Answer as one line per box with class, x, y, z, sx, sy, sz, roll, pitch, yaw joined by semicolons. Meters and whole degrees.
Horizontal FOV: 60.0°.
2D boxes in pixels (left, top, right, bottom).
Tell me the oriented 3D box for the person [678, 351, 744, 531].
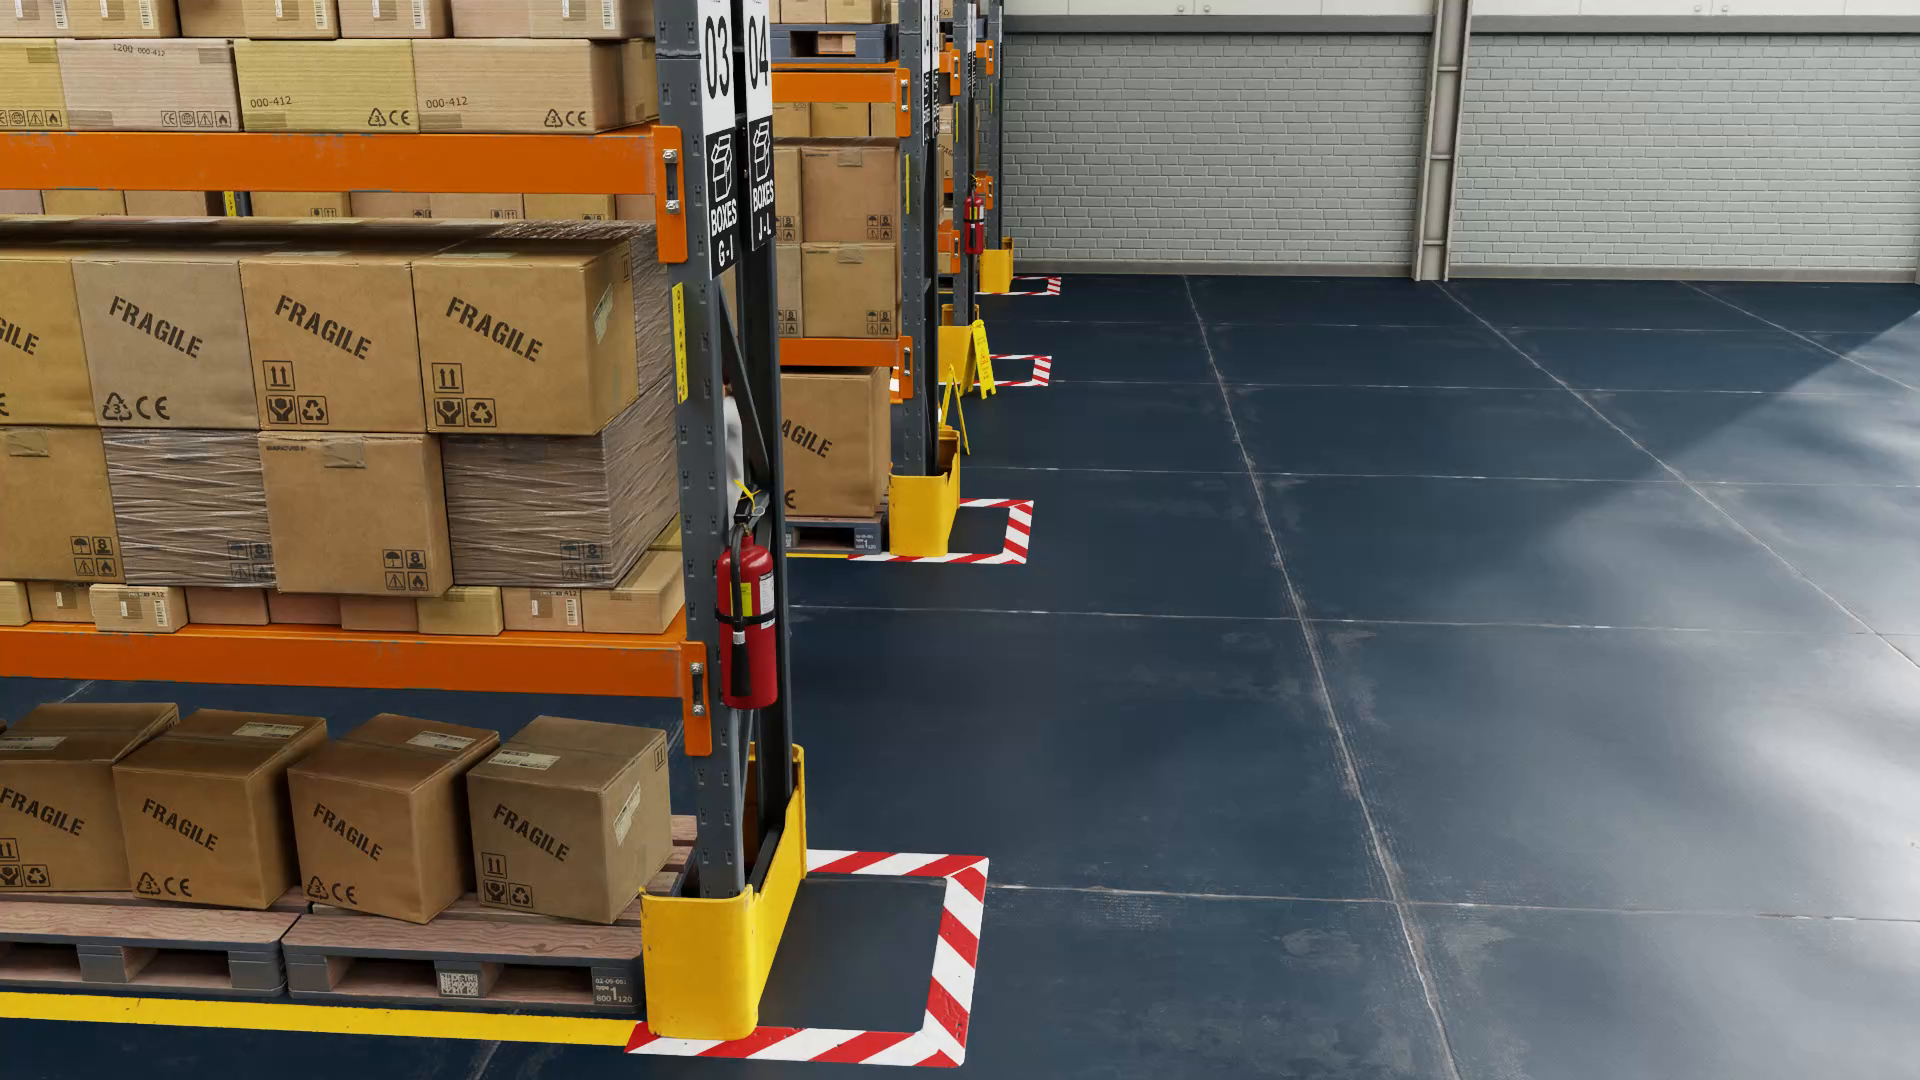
person;-1.173;-0.124;7.937;0.412;1.676;0.466;1;18;3
